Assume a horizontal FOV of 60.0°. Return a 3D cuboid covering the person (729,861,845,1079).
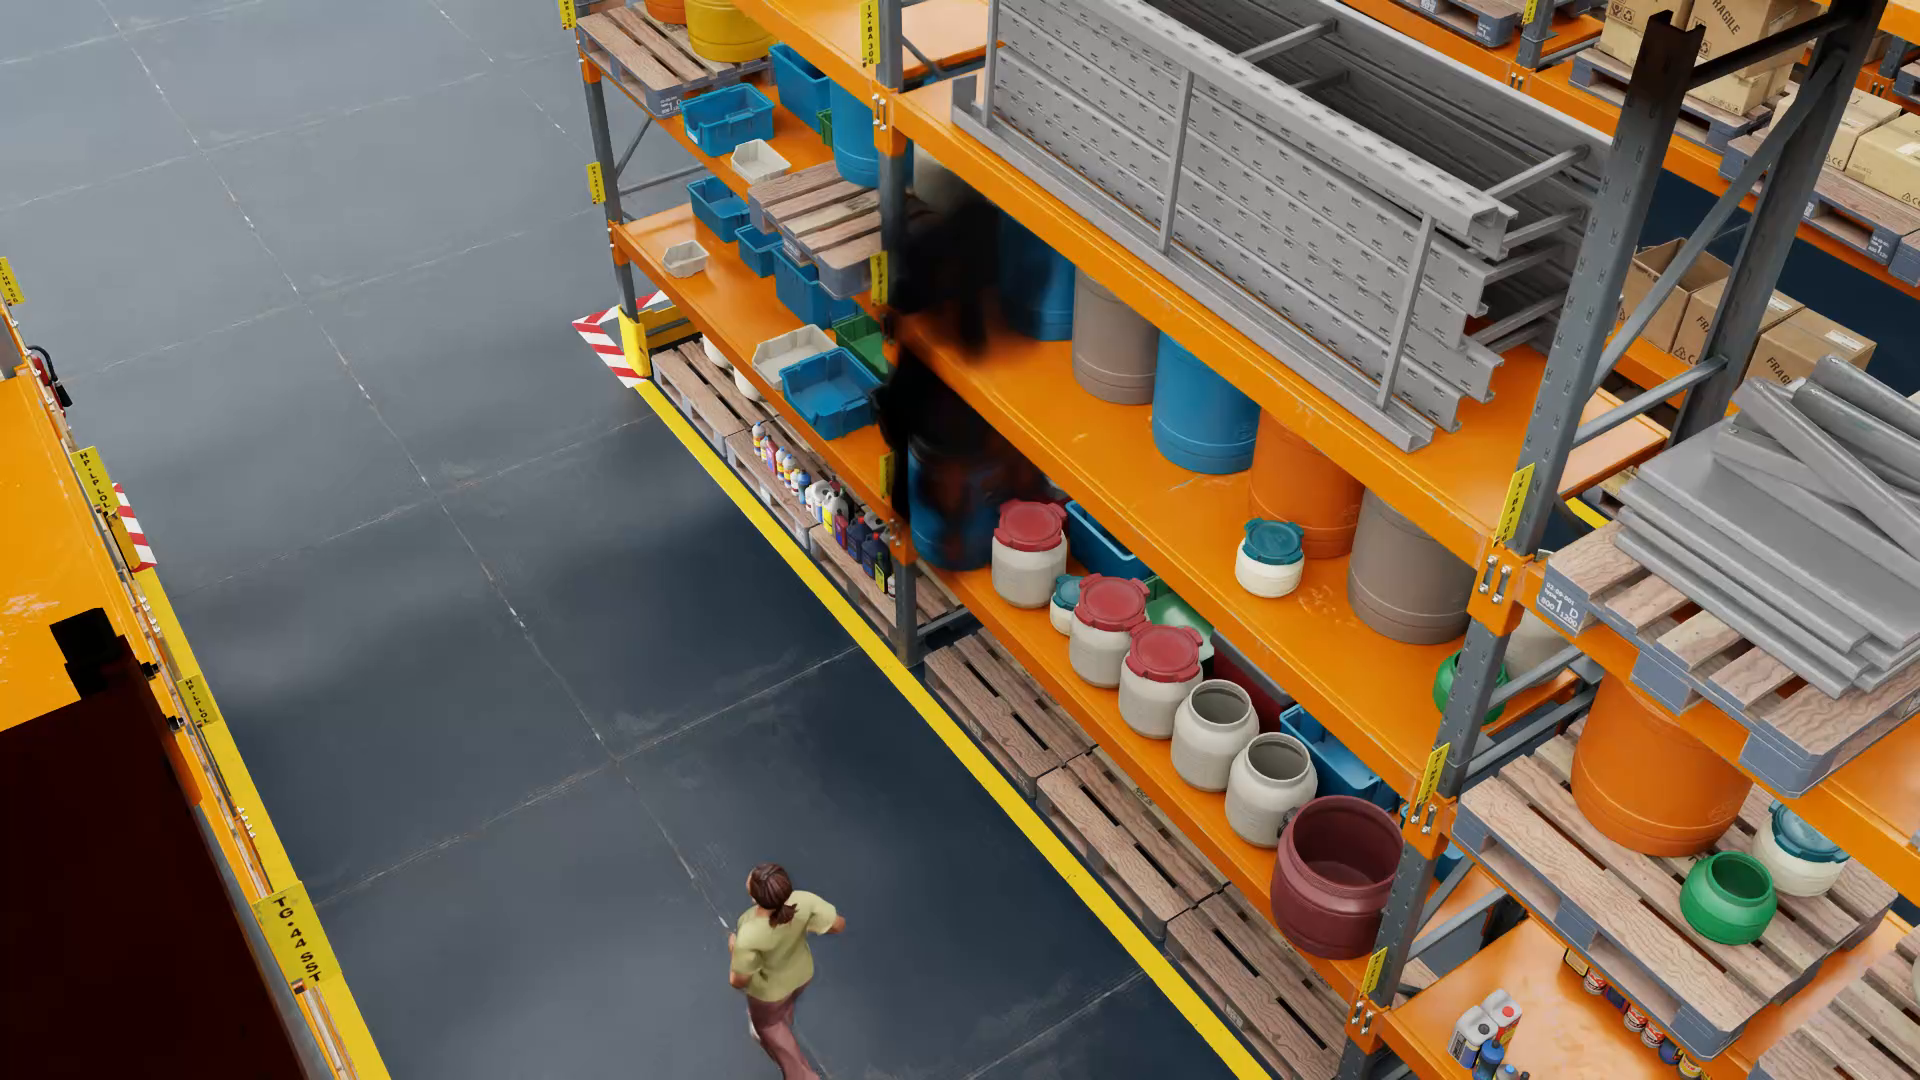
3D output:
[{"bbox_3d":[-0.839,2.072,7.868,0.587,1.674,0.701,-31,51,-29],"label":"person"}]
